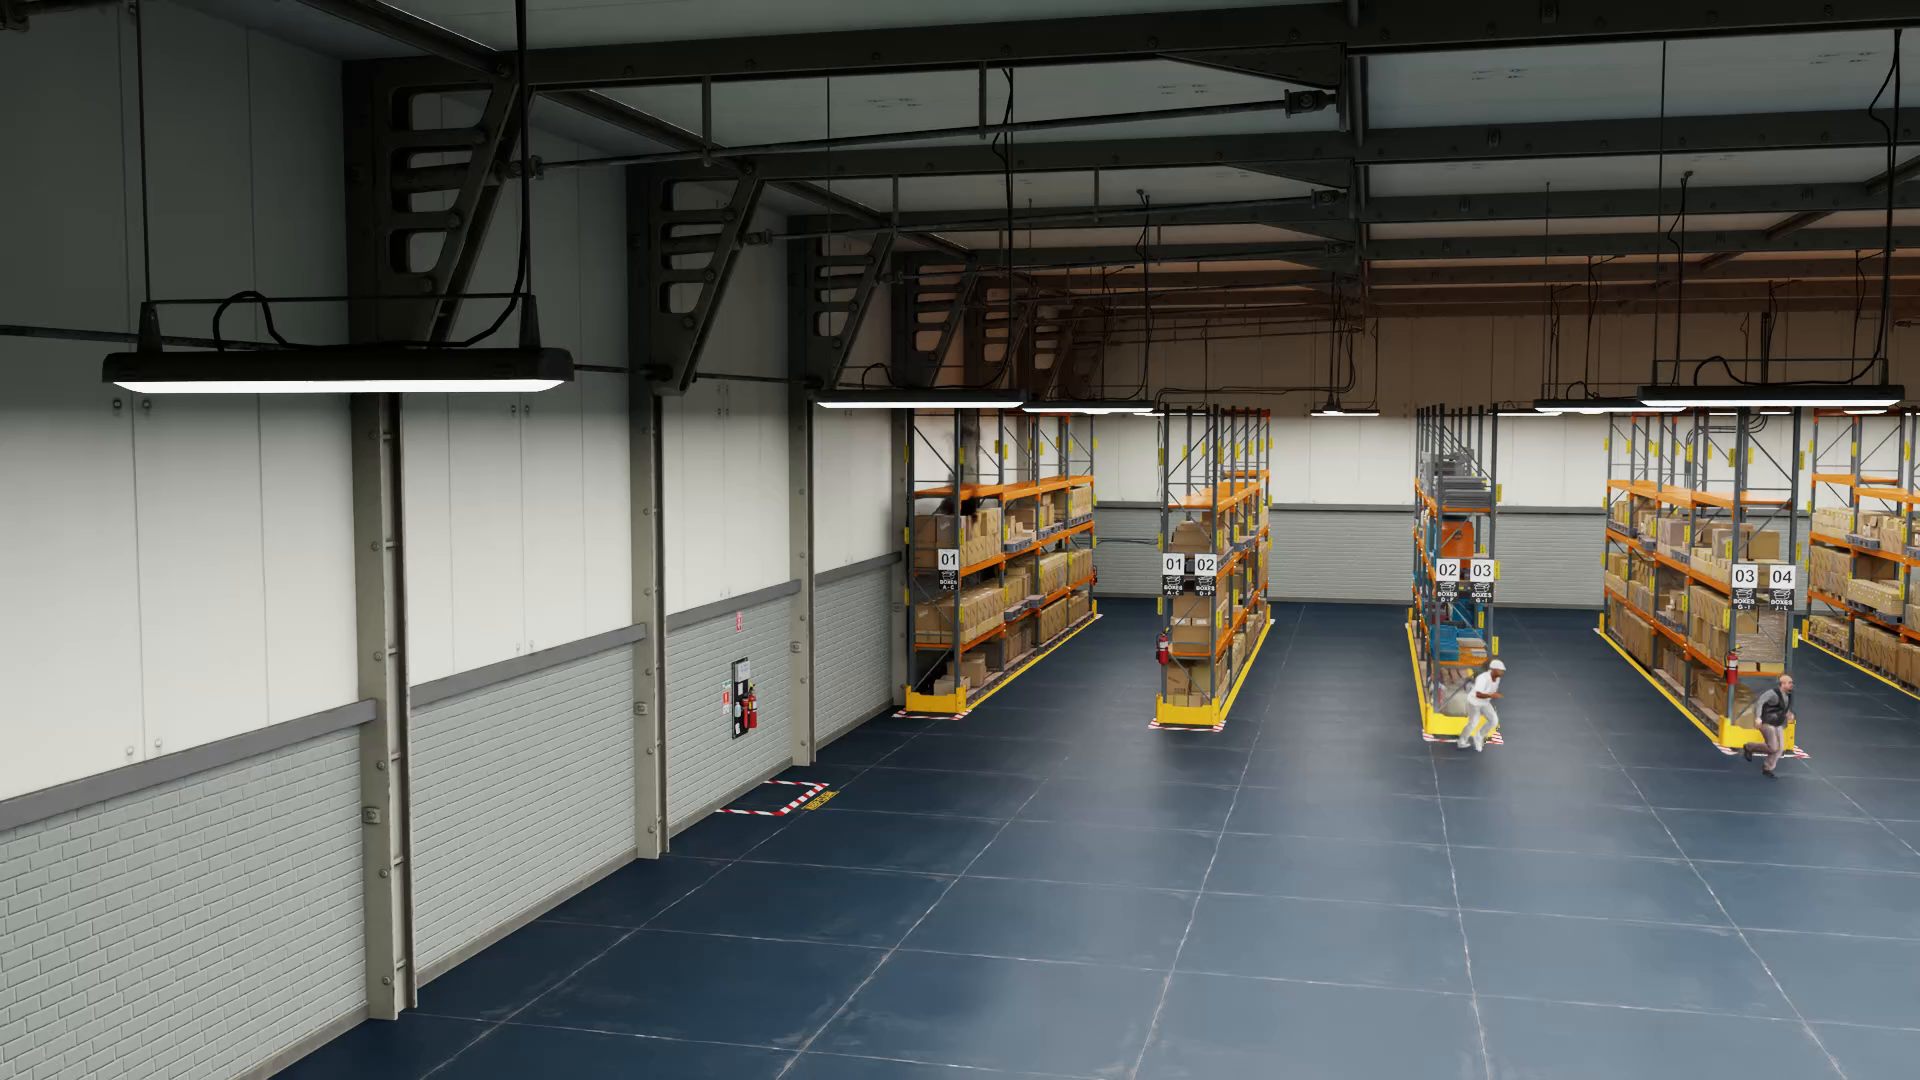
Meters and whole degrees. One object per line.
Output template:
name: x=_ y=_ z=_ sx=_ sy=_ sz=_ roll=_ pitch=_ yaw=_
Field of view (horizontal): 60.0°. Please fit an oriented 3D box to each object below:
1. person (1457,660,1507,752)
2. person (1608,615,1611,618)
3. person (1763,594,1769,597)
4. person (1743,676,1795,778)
person: x=8.982 y=2.838 z=28.536 sx=0.734 sy=1.632 sz=0.931 roll=-3 pitch=5 yaw=-39
person: x=18.111 y=1.517 z=45.307 sx=0.993 sy=1.802 sz=0.706 roll=3 pitch=5 yaw=33
person: x=20.892 y=1.656 z=43.586 sx=0.664 sy=1.797 sz=0.914 roll=2 pitch=5 yaw=27
person: x=12.982 y=2.973 z=26.721 sx=0.588 sy=1.660 sz=0.771 roll=-3 pitch=5 yaw=-37
